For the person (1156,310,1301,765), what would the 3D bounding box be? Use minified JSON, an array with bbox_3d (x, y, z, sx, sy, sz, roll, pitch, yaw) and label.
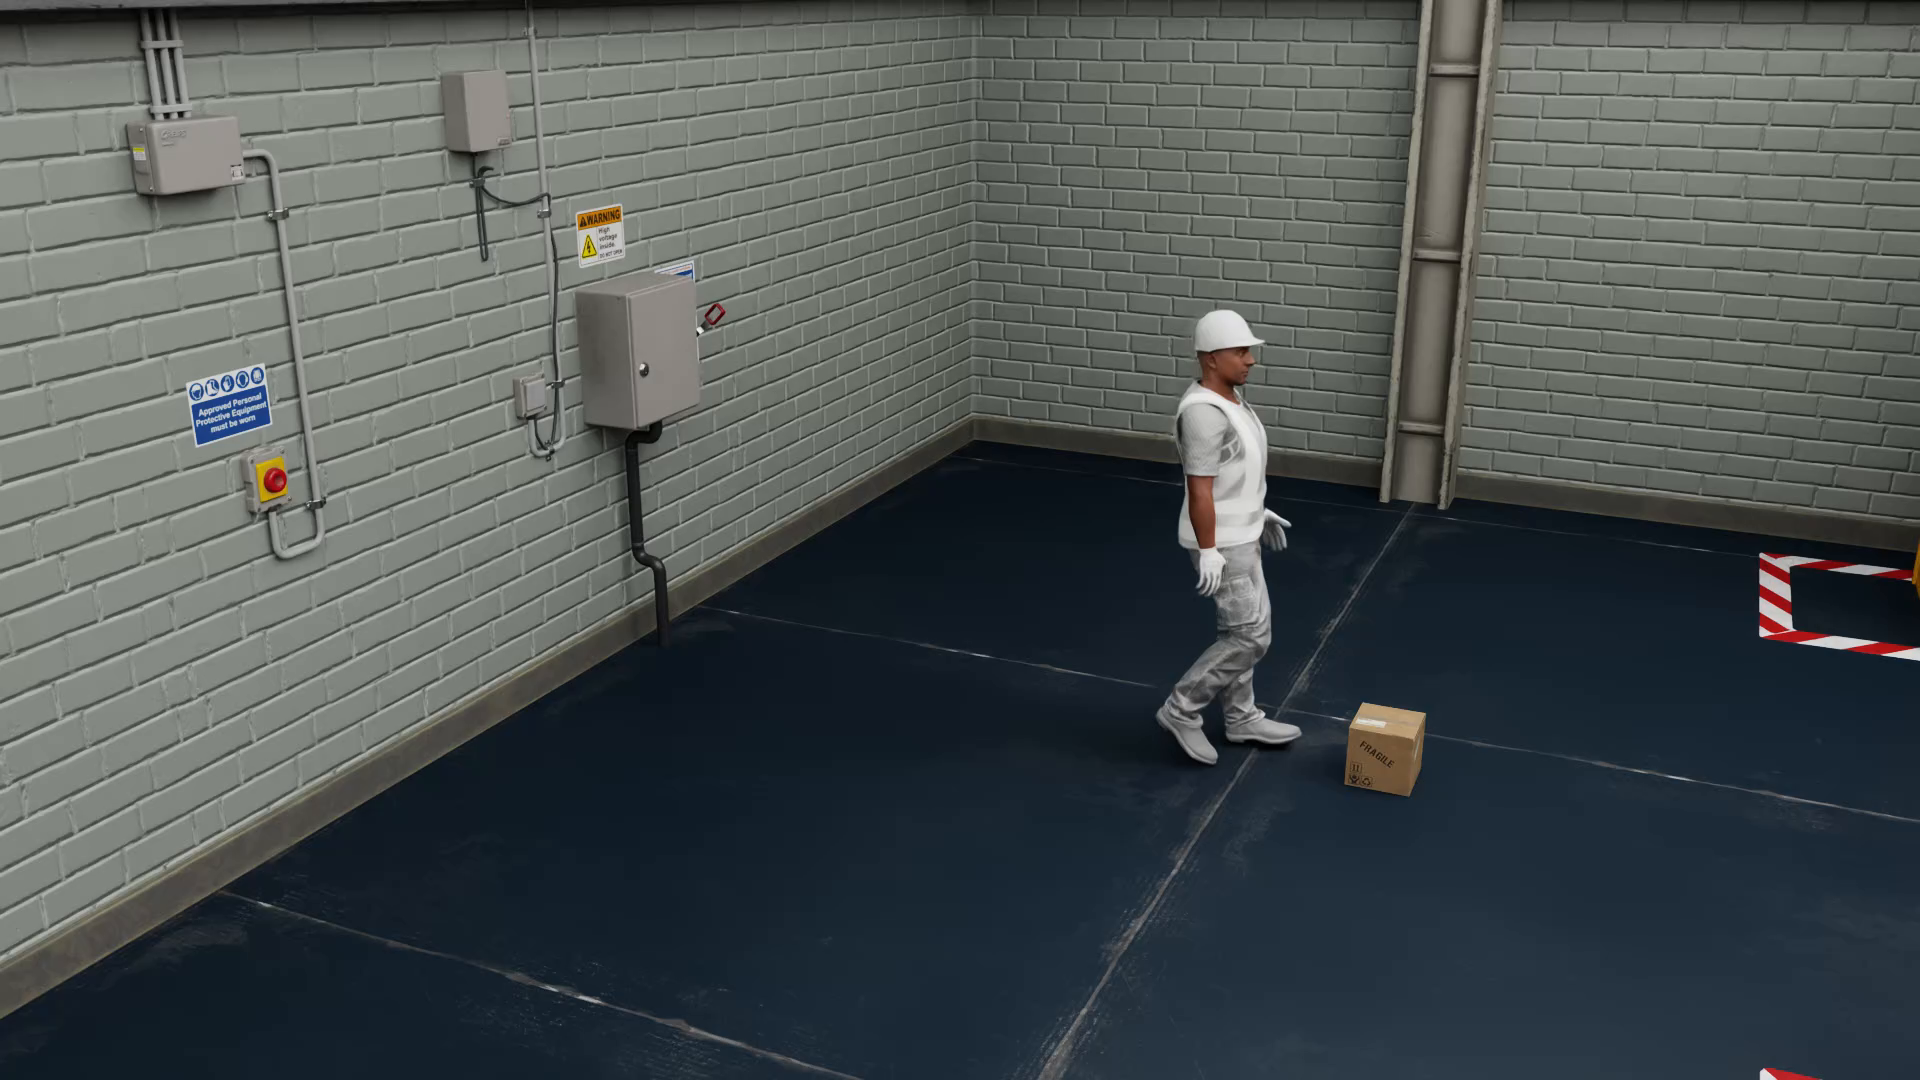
[{"bbox_3d":[1.096,-0.006,6.497,0.572,1.781,0.580,4,19,13],"label":"person"}]
